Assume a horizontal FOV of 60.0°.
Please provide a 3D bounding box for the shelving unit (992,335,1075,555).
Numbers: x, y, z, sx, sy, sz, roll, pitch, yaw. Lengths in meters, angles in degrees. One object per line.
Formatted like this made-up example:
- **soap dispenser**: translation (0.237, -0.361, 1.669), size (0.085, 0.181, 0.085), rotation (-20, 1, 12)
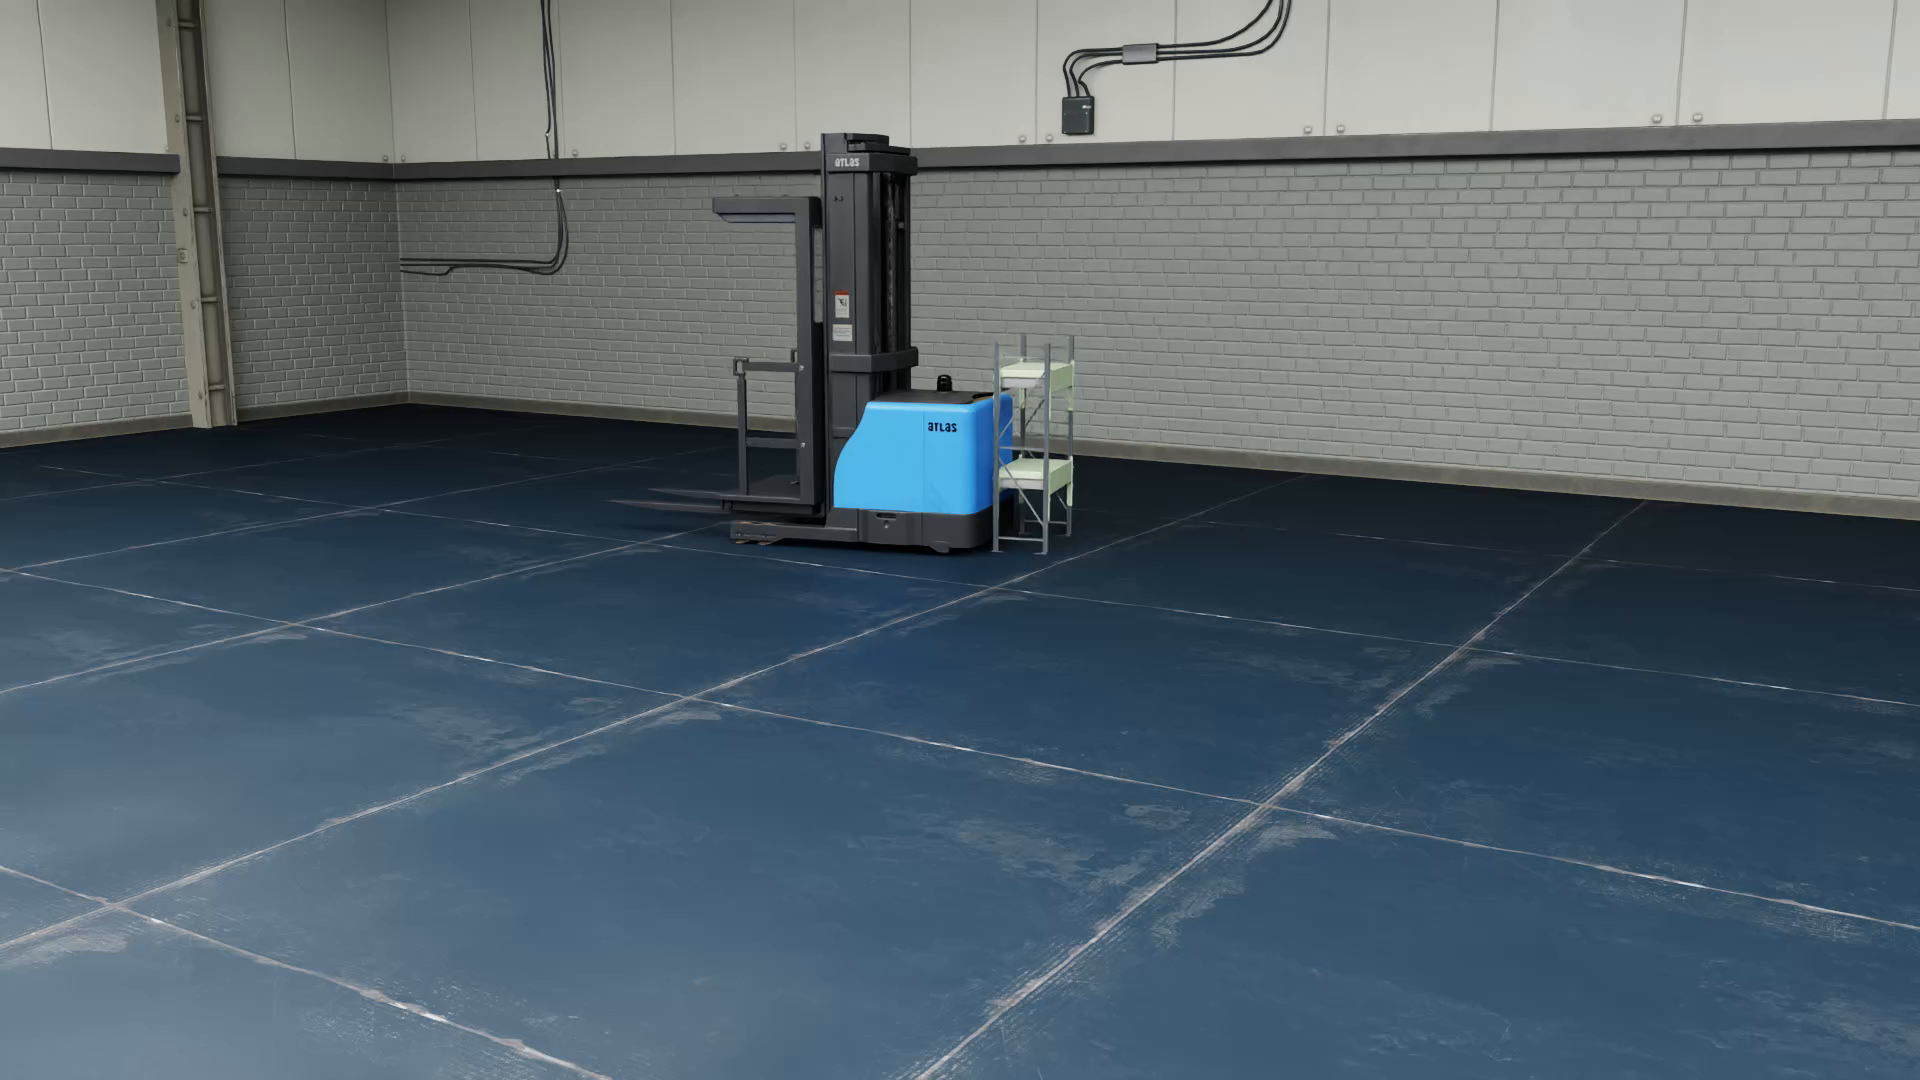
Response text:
- **shelving unit**: translation (0.539, -0.707, 12.071), size (0.431, 1.500, 0.755), rotation (3, 11, 17)

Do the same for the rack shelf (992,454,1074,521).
- **rack shelf**: translation (0.539, -0.387, 12.131), size (0.431, 0.370, 0.720), rotation (3, 11, 17)

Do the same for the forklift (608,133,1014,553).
- **forklift**: translation (-1.167, -1.487, 12.348), size (3.031, 2.935, 1.130), rotation (4, 11, 19)

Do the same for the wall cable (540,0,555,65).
- **wall cable**: translation (-3.784, -6.800, 18.949), size (3.097, 2.526, 0.112), rotation (6, 12, 31)

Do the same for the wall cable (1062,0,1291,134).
- **wall cable**: translation (2.009, -6.864, 15.337), size (2.305, 6.003, 0.169), rotation (6, 12, 31)

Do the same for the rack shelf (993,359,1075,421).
- **rack shelf**: translation (0.540, -1.091, 11.999), size (0.431, 0.370, 0.720), rotation (3, 11, 17)

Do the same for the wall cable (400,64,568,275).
- **wall cable**: translation (-6.096, -4.576, 20.794), size (3.097, 2.526, 0.112), rotation (6, 12, 31)

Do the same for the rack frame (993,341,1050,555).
- **rack frame**: translation (0.433, -0.643, 11.727), size (0.400, 1.500, 0.023), rotation (3, 11, 17)

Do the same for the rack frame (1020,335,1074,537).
- **rack frame**: translation (0.646, -0.772, 12.415), size (0.400, 1.500, 0.023), rotation (3, 11, 17)

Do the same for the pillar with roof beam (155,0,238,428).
- **pillar with roof beam**: translation (-5.077, -5.354, 16.511), size (9.100, 9.000, 0.400), rotation (6, 12, 31)
